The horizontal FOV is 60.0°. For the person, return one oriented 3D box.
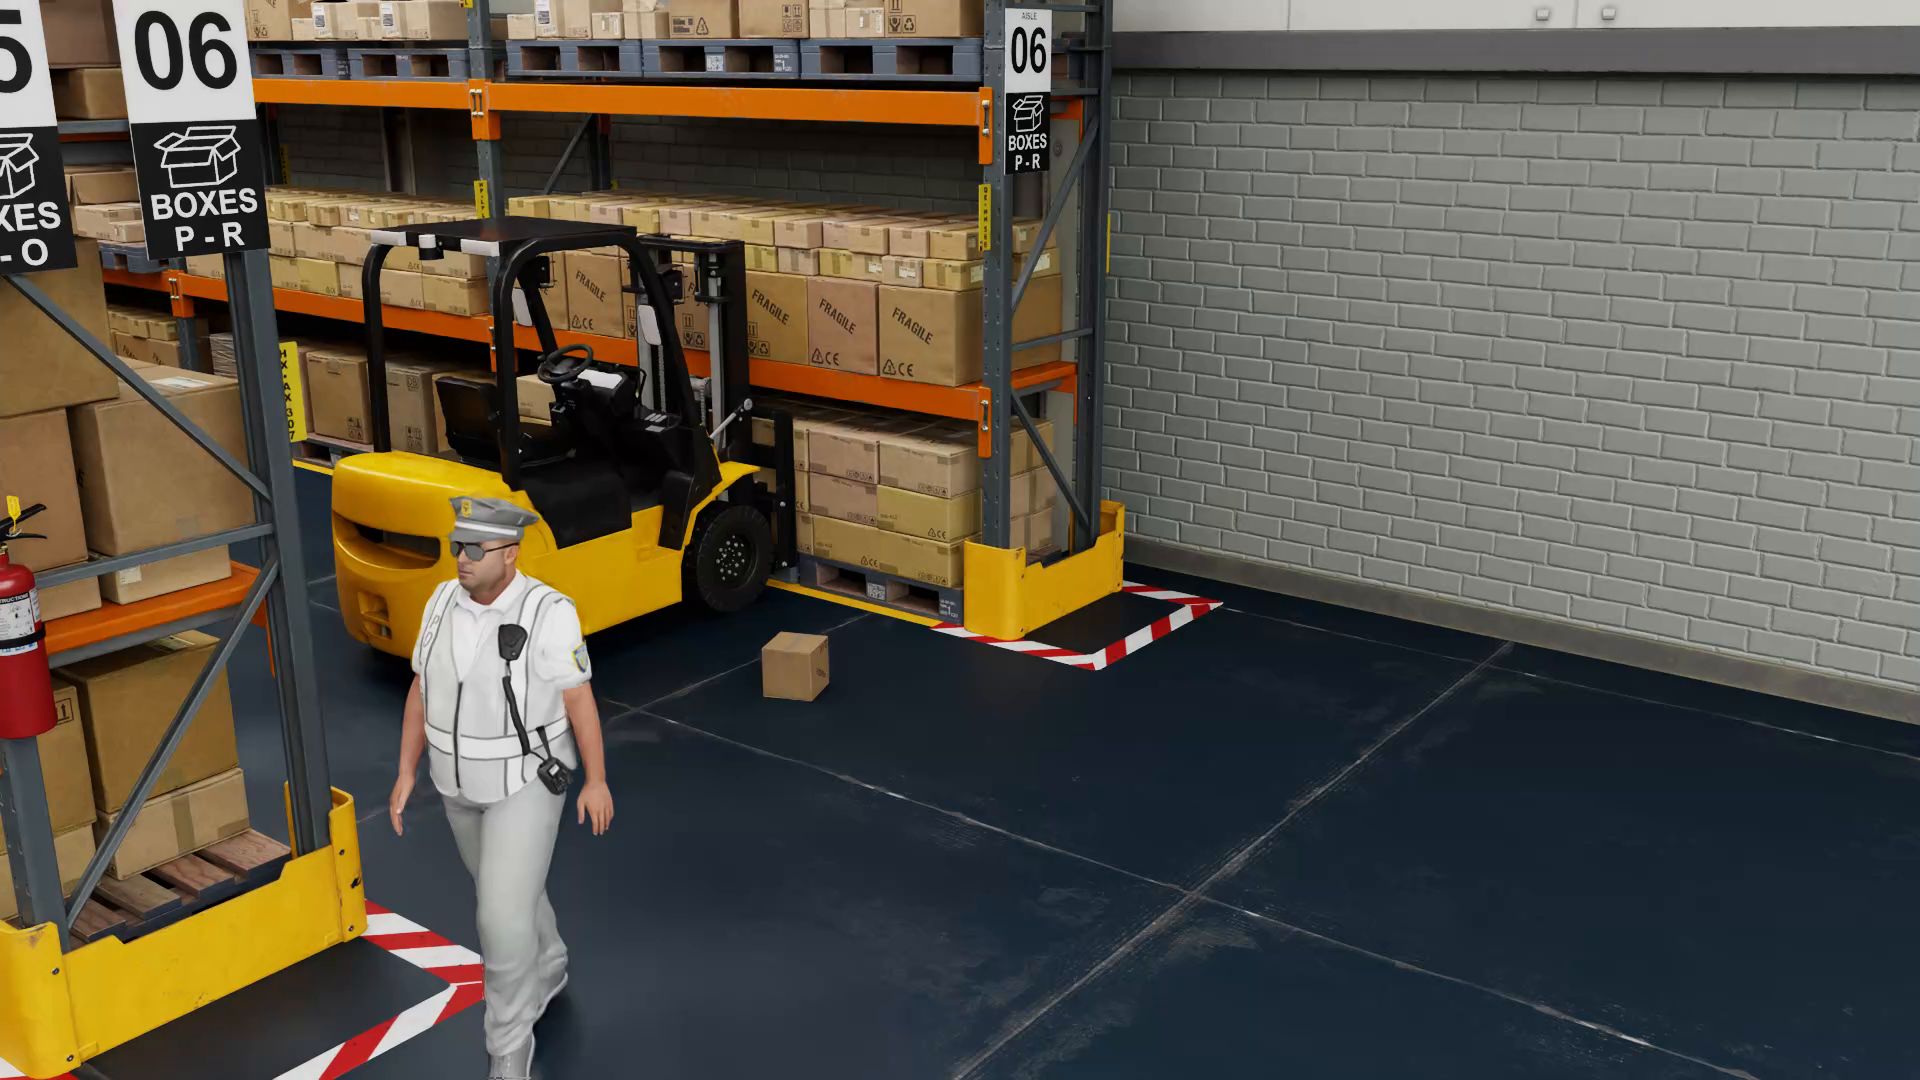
[{"bbox_3d":[-1.400,0.762,4.978,0.589,1.845,0.659,7,18,22],"label":"person"}]
